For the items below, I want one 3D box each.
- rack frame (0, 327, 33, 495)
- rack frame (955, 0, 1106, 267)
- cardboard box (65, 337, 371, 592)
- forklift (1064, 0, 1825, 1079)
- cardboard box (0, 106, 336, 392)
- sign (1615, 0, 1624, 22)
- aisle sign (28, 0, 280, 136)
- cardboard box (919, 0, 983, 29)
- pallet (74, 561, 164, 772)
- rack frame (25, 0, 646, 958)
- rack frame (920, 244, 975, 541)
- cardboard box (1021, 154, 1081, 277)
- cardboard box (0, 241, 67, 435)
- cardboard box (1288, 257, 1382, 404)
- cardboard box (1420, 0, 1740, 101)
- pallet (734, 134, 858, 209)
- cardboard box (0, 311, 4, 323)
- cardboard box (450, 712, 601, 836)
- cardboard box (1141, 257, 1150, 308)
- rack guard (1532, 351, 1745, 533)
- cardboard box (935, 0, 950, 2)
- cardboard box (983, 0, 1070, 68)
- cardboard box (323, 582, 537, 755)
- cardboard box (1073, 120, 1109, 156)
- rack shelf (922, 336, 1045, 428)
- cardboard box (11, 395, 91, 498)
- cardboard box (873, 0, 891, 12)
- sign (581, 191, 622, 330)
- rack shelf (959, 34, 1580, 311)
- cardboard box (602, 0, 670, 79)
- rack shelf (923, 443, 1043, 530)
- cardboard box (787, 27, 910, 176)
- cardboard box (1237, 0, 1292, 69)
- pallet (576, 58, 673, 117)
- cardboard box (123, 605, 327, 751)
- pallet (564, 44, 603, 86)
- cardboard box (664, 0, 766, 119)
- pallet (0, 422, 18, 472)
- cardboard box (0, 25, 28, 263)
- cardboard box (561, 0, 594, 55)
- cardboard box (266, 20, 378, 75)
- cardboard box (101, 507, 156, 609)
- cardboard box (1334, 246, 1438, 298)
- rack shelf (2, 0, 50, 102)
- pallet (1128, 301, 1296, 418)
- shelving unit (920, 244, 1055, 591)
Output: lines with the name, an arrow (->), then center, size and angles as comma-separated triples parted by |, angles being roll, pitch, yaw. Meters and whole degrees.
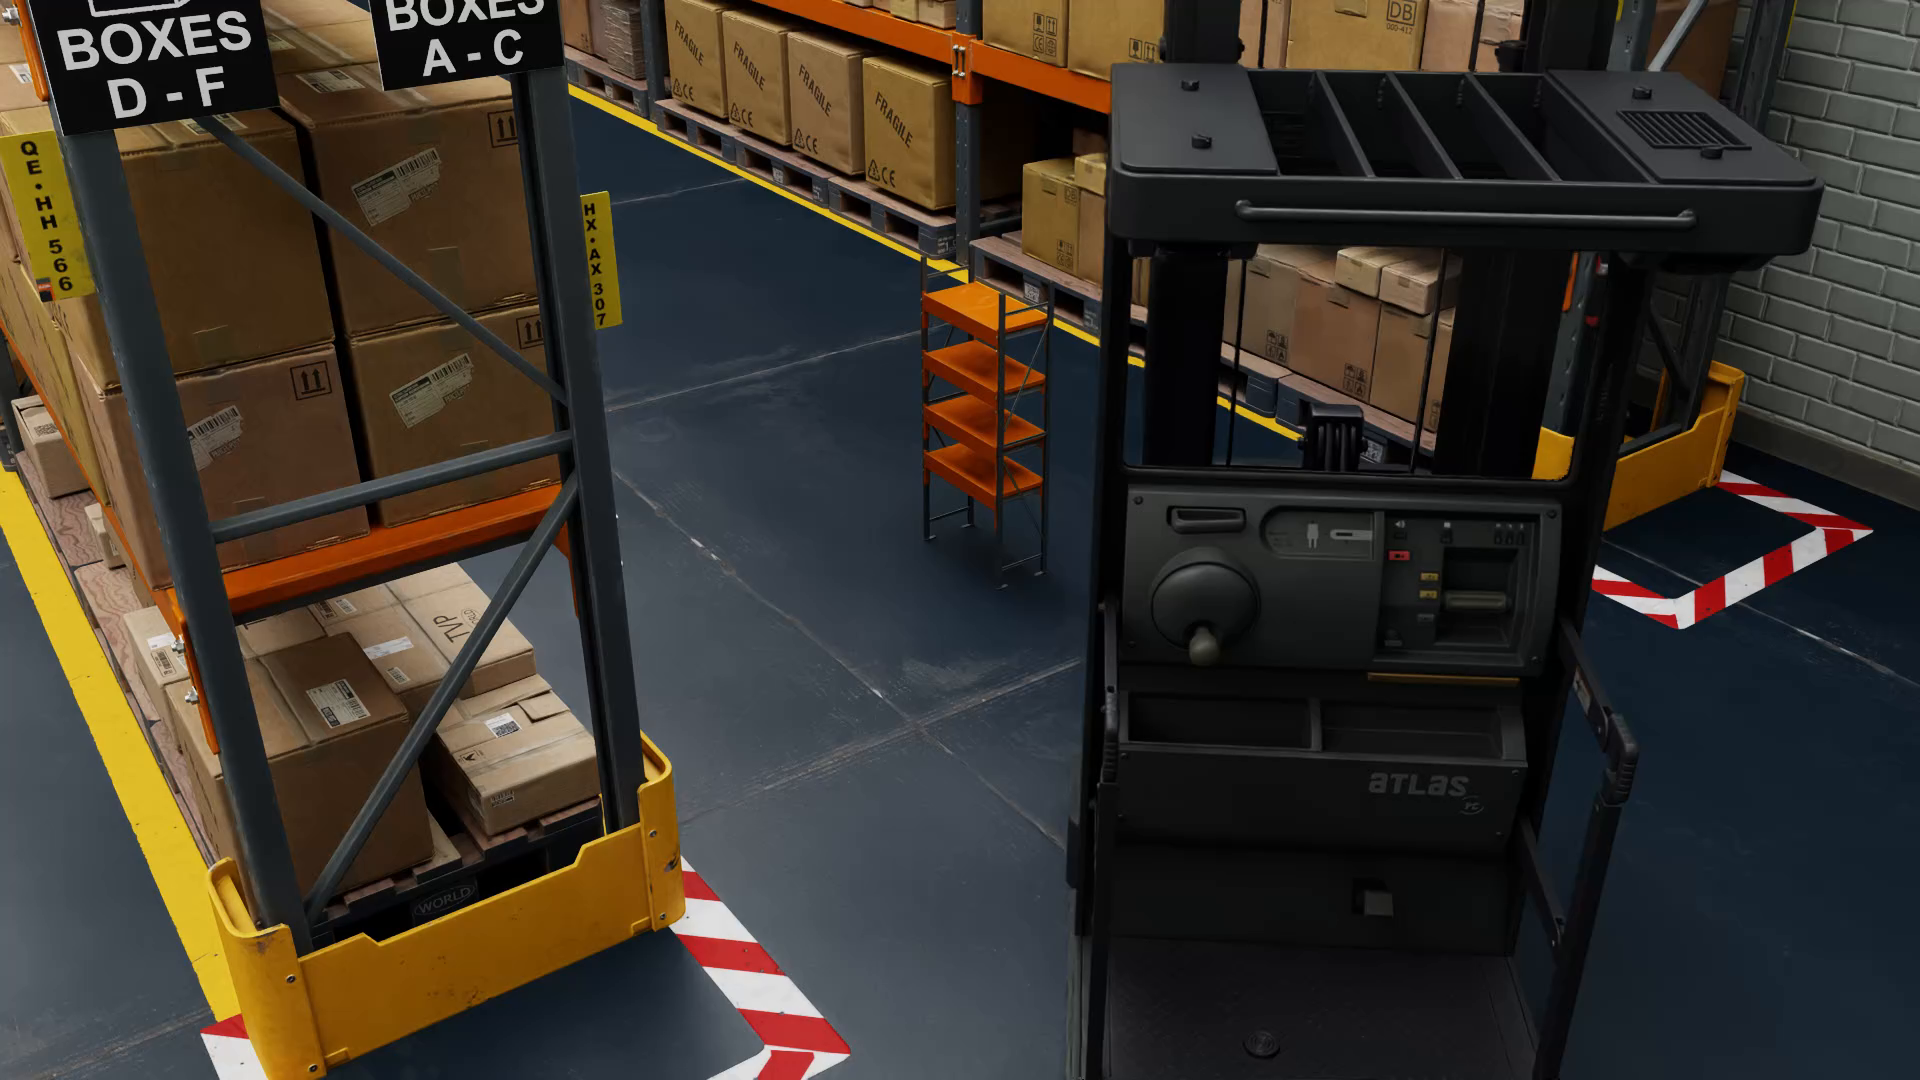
rack frame -> -3.615, -1.674, 6.690 | 1.000, 3.000, 0.127 | -19, 34, -31
rack frame -> 0.417, -3.047, 9.218 | 1.000, 3.000, 0.127 | -19, 34, -31
cardboard box -> -1.777, -0.262, 3.985 | 0.500, 0.500, 0.500 | -18, 33, -29
forklift -> 0.812, 0.134, 3.432 | 1.130, 2.935, 3.031 | 2, 29, 4
cardboard box -> -1.777, -0.700, 3.743 | 0.500, 0.500, 0.500 | -19, 34, -31
sign -> 2.288, -1.960, 5.755 | 0.100, 0.325, 0.005 | -19, 34, -31
aisle sign -> -1.505, -1.150, 3.001 | 0.394, 0.787, 0.004 | -19, 34, -31
cardboard box -> -0.009, -2.999, 9.371 | 0.380, 0.149, 0.250 | -18, 34, -30
pallet -> -2.506, 0.293, 5.990 | 1.003, 0.211, 1.213 | -19, 34, -31
rack frame -> -1.295, -0.119, 3.827 | 1.000, 3.000, 0.127 | -19, 34, -31
rack frame -> -0.046, -0.558, 6.520 | 0.240, 1.200, 0.015 | -19, 34, -31
cardboard box -> 0.768, -1.814, 9.127 | 0.700, 0.500, 0.500 | -18, 33, -30
cardboard box -> -2.366, -0.658, 4.714 | 0.500, 0.500, 0.500 | -18, 34, -30
cardboard box -> 1.960, -1.017, 7.659 | 0.700, 0.500, 0.500 | -19, 34, -31
cardboard box -> 2.434, -1.819, 6.643 | 0.980, 0.700, 0.700 | -17, 33, -28
pallet -> -0.803, -2.576, 11.271 | 1.003, 0.211, 1.213 | -19, 34, -31
cardboard box -> -2.954, -1.051, 5.438 | 0.500, 0.500, 0.500 | -19, 34, -31
cardboard box -> -1.258, 0.682, 4.877 | 0.380, 0.149, 0.250 | -19, 34, -31
cardboard box -> 1.352, -1.418, 8.397 | 0.700, 0.500, 0.500 | -18, 33, -30
rack guard -> 2.752, -0.384, 6.934 | 1.175, 0.500, 0.348 | -19, 34, -31
cardboard box -> -0.056, -3.340, 9.320 | 0.500, 0.500, 0.500 | -19, 34, -31
cardboard box -> 0.719, -2.964, 8.750 | 0.980, 0.700, 0.700 | -18, 33, -30
cardboard box -> -1.670, 0.411, 5.270 | 0.500, 0.250, 0.500 | -19, 34, -31
cardboard box -> 0.845, -2.211, 9.177 | 0.380, 0.149, 0.250 | -19, 34, -31
rack shelf -> 0.096, -0.600, 6.271 | 0.258, 0.148, 0.480 | -19, 34, -31
cardboard box -> -3.548, -0.463, 6.816 | 0.500, 0.311, 0.500 | -19, 34, -31
cardboard box -> -0.288, -3.203, 9.748 | 0.380, 0.149, 0.250 | -18, 33, -29
sign -> -0.853, -0.650, 3.897 | 0.100, 0.325, 0.005 | -19, 34, -31
rack shelf -> 1.578, -1.954, 7.958 | 1.077, 0.370, 4.000 | -19, 34, -31
cardboard box -> -2.363, -3.963, 13.061 | 0.700, 0.500, 0.500 | -18, 33, -30
rack shelf -> 0.096, -0.229, 6.472 | 0.258, 0.148, 0.480 | -19, 34, -31
cardboard box -> -0.583, -2.848, 10.664 | 0.750, 0.750, 0.750 | -18, 33, -29
cardboard box -> 1.568, -2.398, 7.708 | 0.980, 0.700, 0.700 | -21, 35, -33
pallet -> -2.355, -3.681, 13.307 | 1.003, 0.211, 1.213 | -19, 34, -31
cardboard box -> -2.338, 0.375, 5.337 | 0.500, 0.250, 0.500 | -19, 34, -31
pallet -> -3.058, -4.155, 14.179 | 1.003, 0.211, 1.213 | -19, 34, -31
cardboard box -> -1.583, -3.520, 11.901 | 0.750, 0.750, 0.750 | -19, 34, -31
pallet -> -4.118, -0.755, 7.919 | 1.003, 0.211, 1.213 | -19, 34, -31
cardboard box -> -2.376, -1.096, 4.473 | 0.500, 0.500, 0.500 | -18, 33, -29
cardboard box -> -2.878, -4.380, 13.831 | 0.700, 0.500, 0.500 | -19, 34, -31
cardboard box -> -1.647, -1.049, 4.387 | 0.500, 0.500, 0.500 | -18, 33, -30
cardboard box -> -2.522, -0.042, 5.839 | 0.797, 0.503, 0.637 | -19, 34, -31
cardboard box -> 1.878, -1.206, 7.328 | 0.380, 0.149, 0.250 | -18, 33, -29
rack shelf -> -2.455, -1.899, 4.714 | 1.077, 0.370, 4.000 | -19, 34, -31
pallet -> 1.507, -1.030, 8.425 | 1.003, 0.211, 1.213 | -19, 34, -31
shelving unit -> 0.096, -0.463, 6.345 | 0.258, 1.200, 0.503 | -19, 34, -31
